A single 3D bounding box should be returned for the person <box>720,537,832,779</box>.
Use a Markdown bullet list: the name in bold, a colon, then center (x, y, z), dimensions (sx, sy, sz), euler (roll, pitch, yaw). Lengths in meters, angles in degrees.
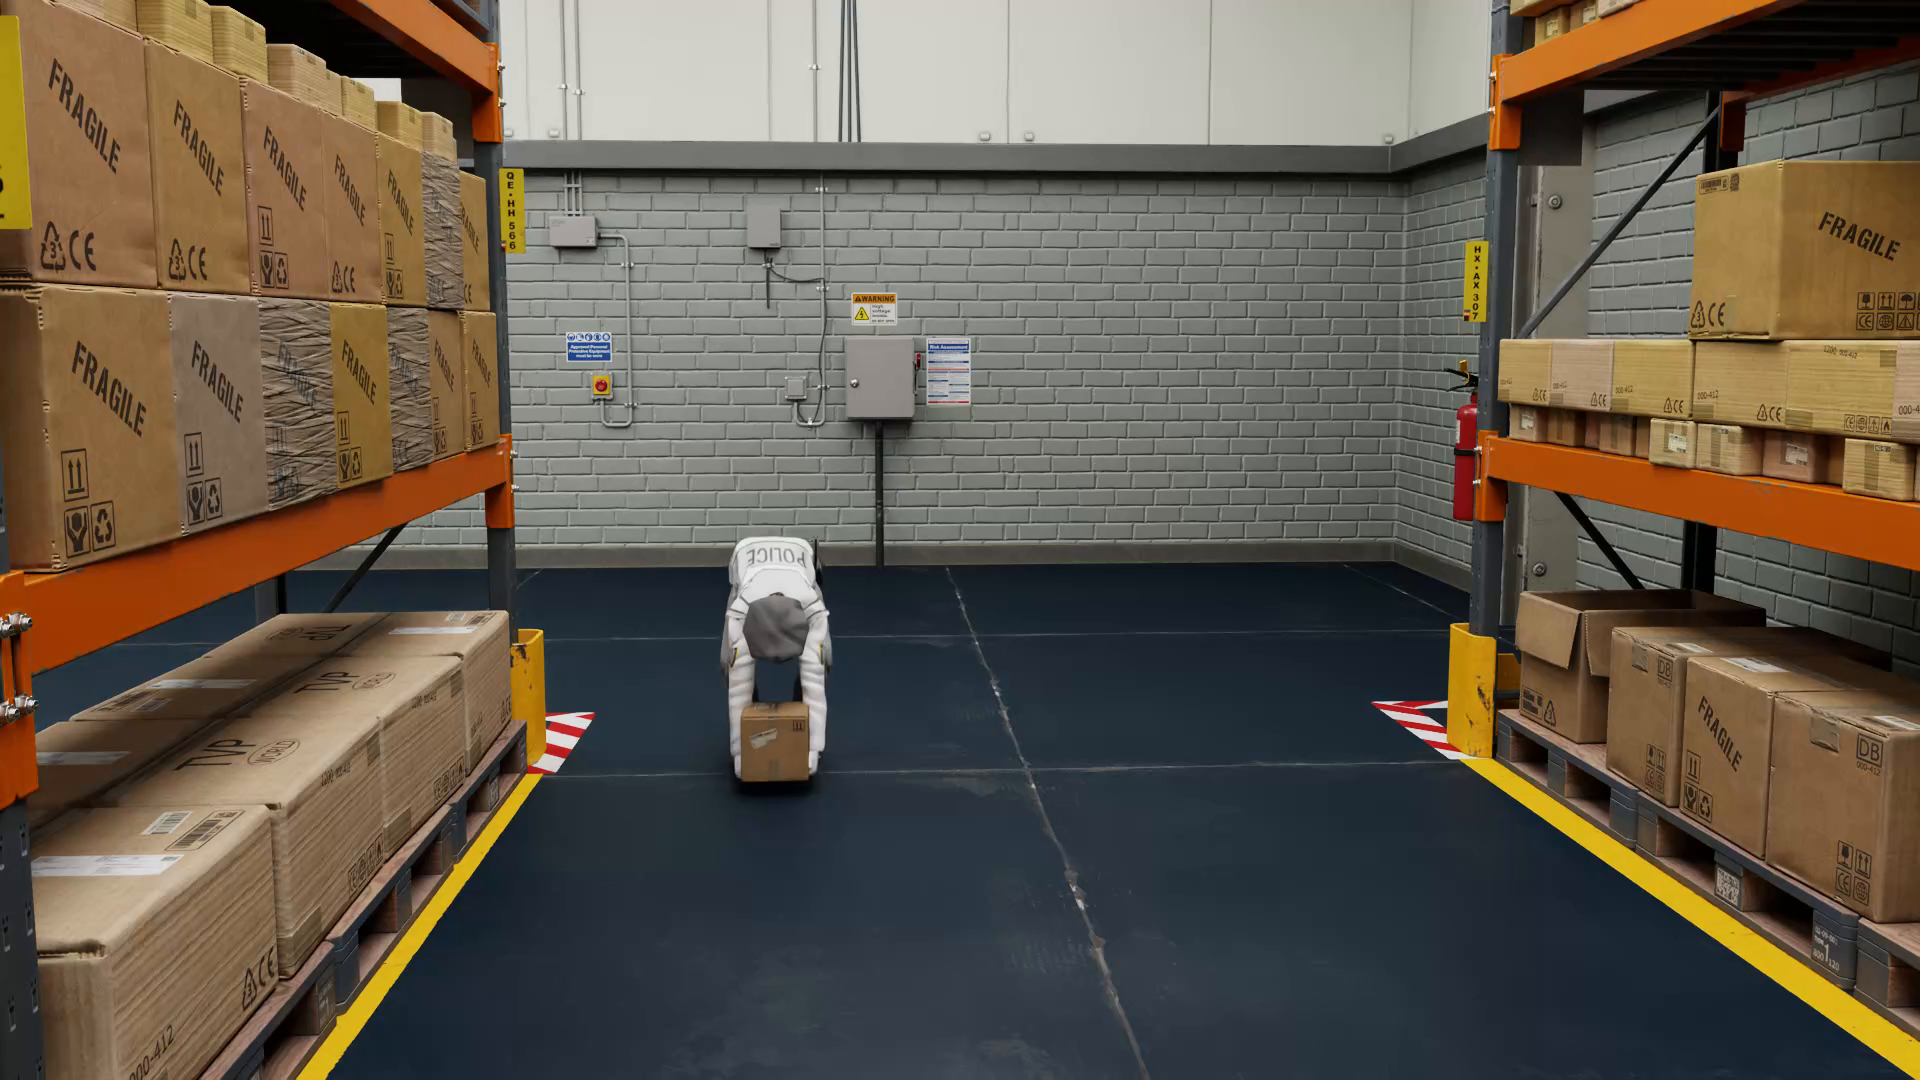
- **person**: center (-0.730, 0.463, 6.602), dimensions (0.445, 0.903, 0.880), euler (-1, 7, -6)
